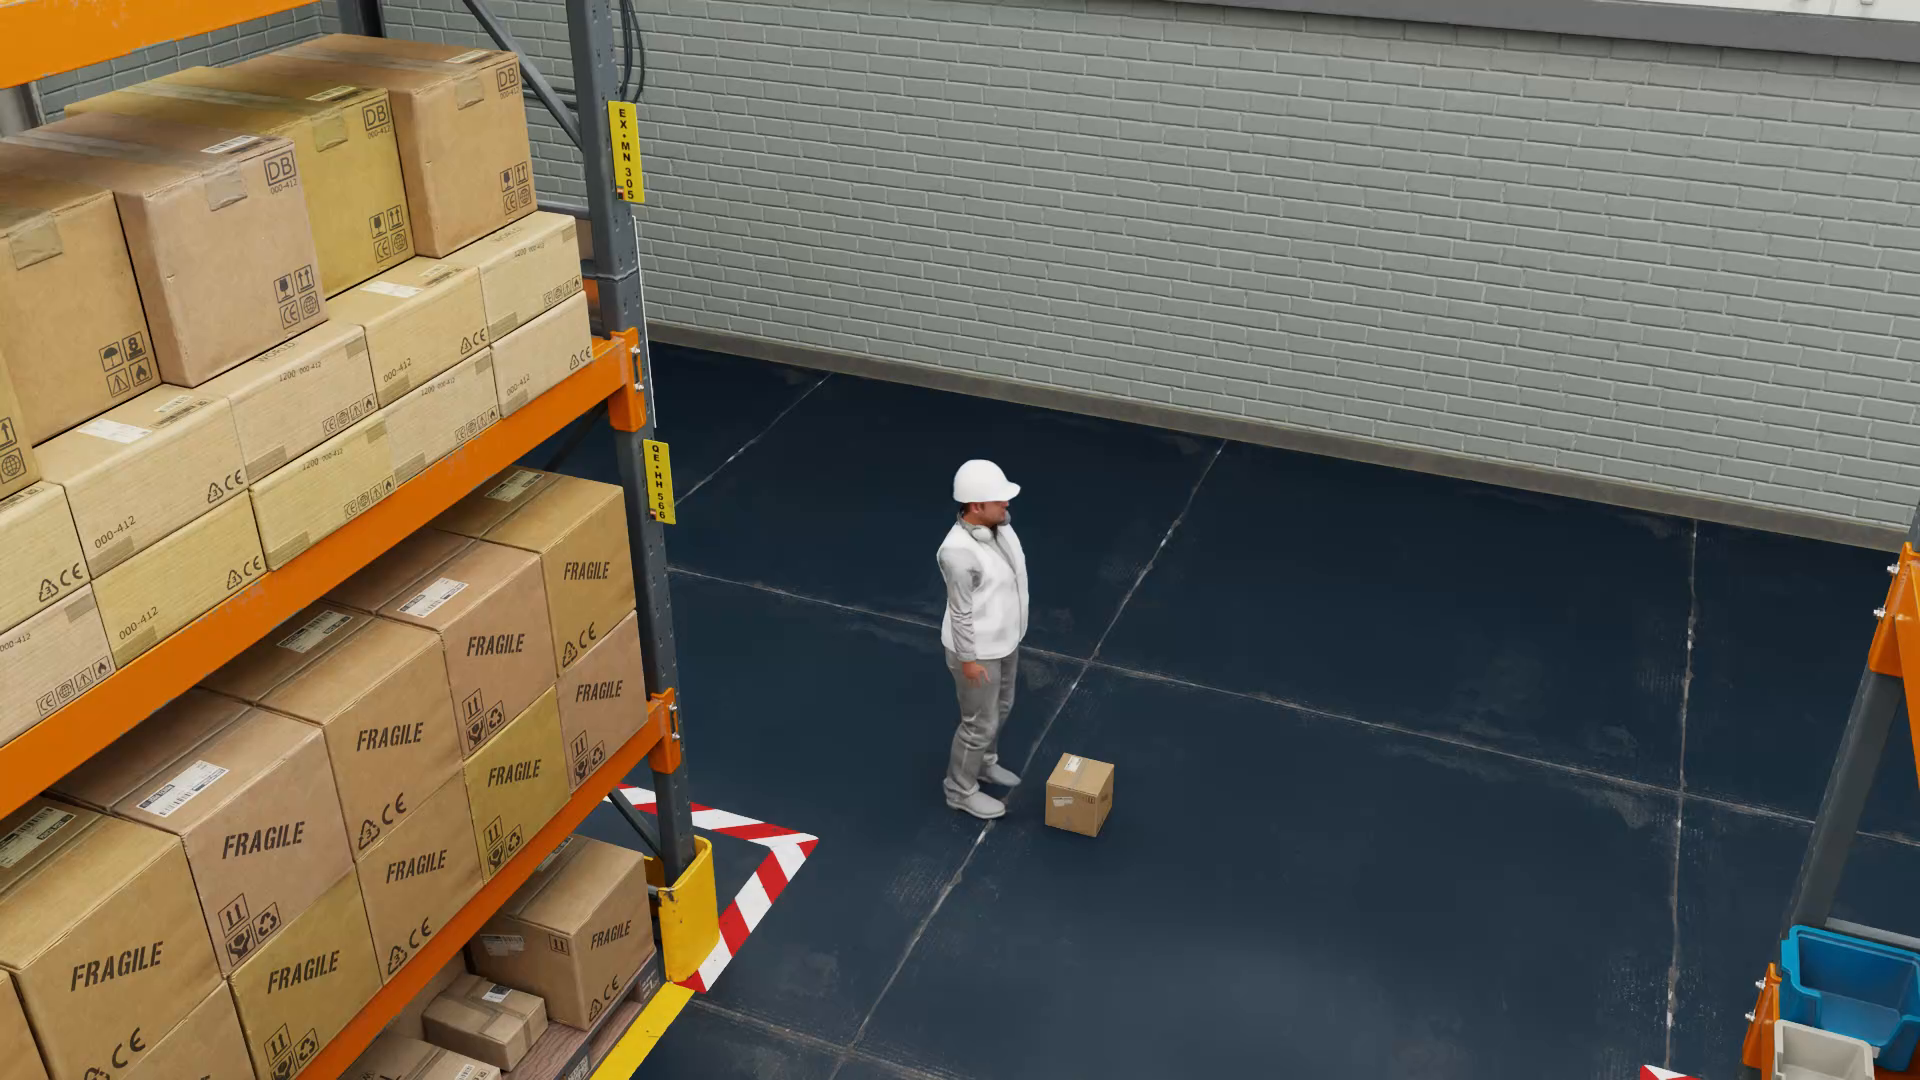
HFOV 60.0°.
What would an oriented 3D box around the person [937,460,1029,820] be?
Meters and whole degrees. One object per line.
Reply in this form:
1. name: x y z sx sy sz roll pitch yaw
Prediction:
1. person: 0.120 0.450 7.606 0.359 1.792 0.531 12 32 20
